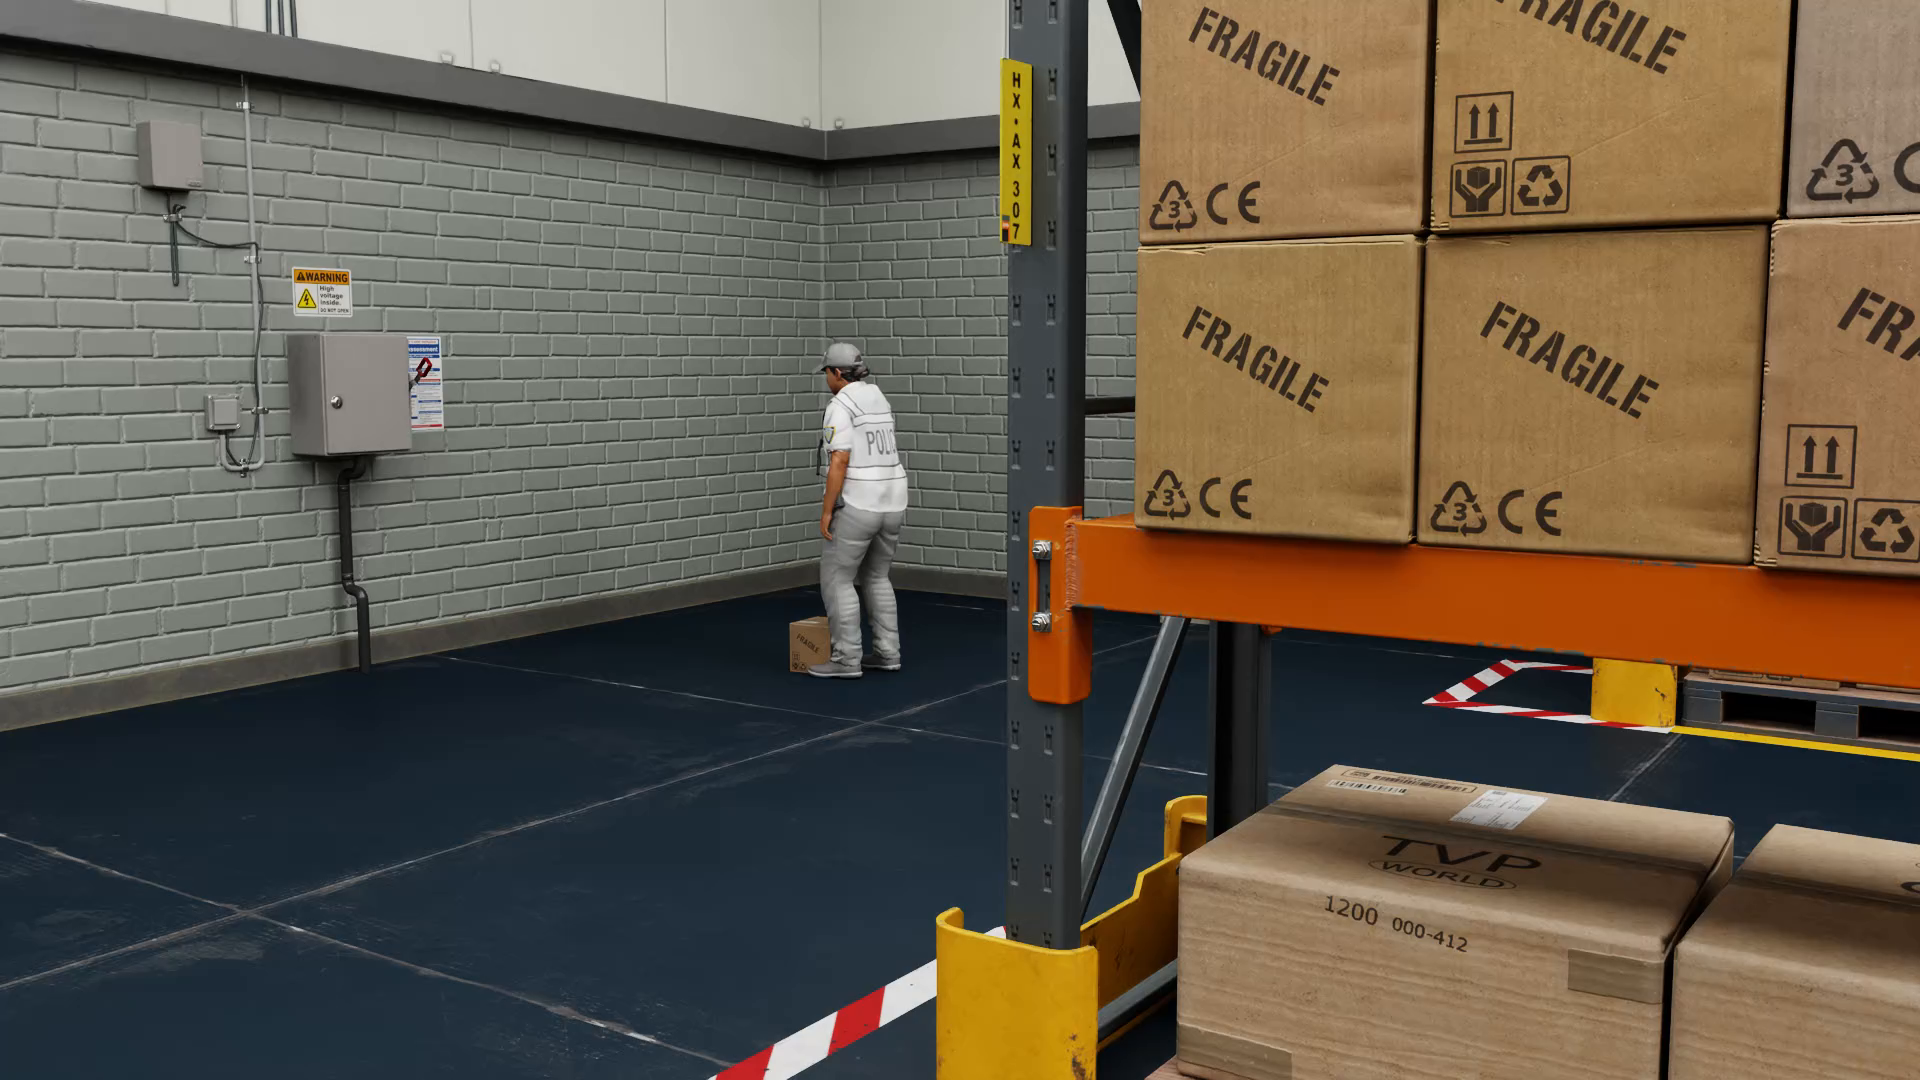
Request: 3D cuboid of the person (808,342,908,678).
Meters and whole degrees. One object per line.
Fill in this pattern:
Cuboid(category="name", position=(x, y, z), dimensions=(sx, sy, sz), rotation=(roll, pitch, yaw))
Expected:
Cuboid(category="person", position=(-0.515, -0.149, 8.305), dimensions=(0.472, 1.666, 0.546), rotation=(4, 8, 33))
